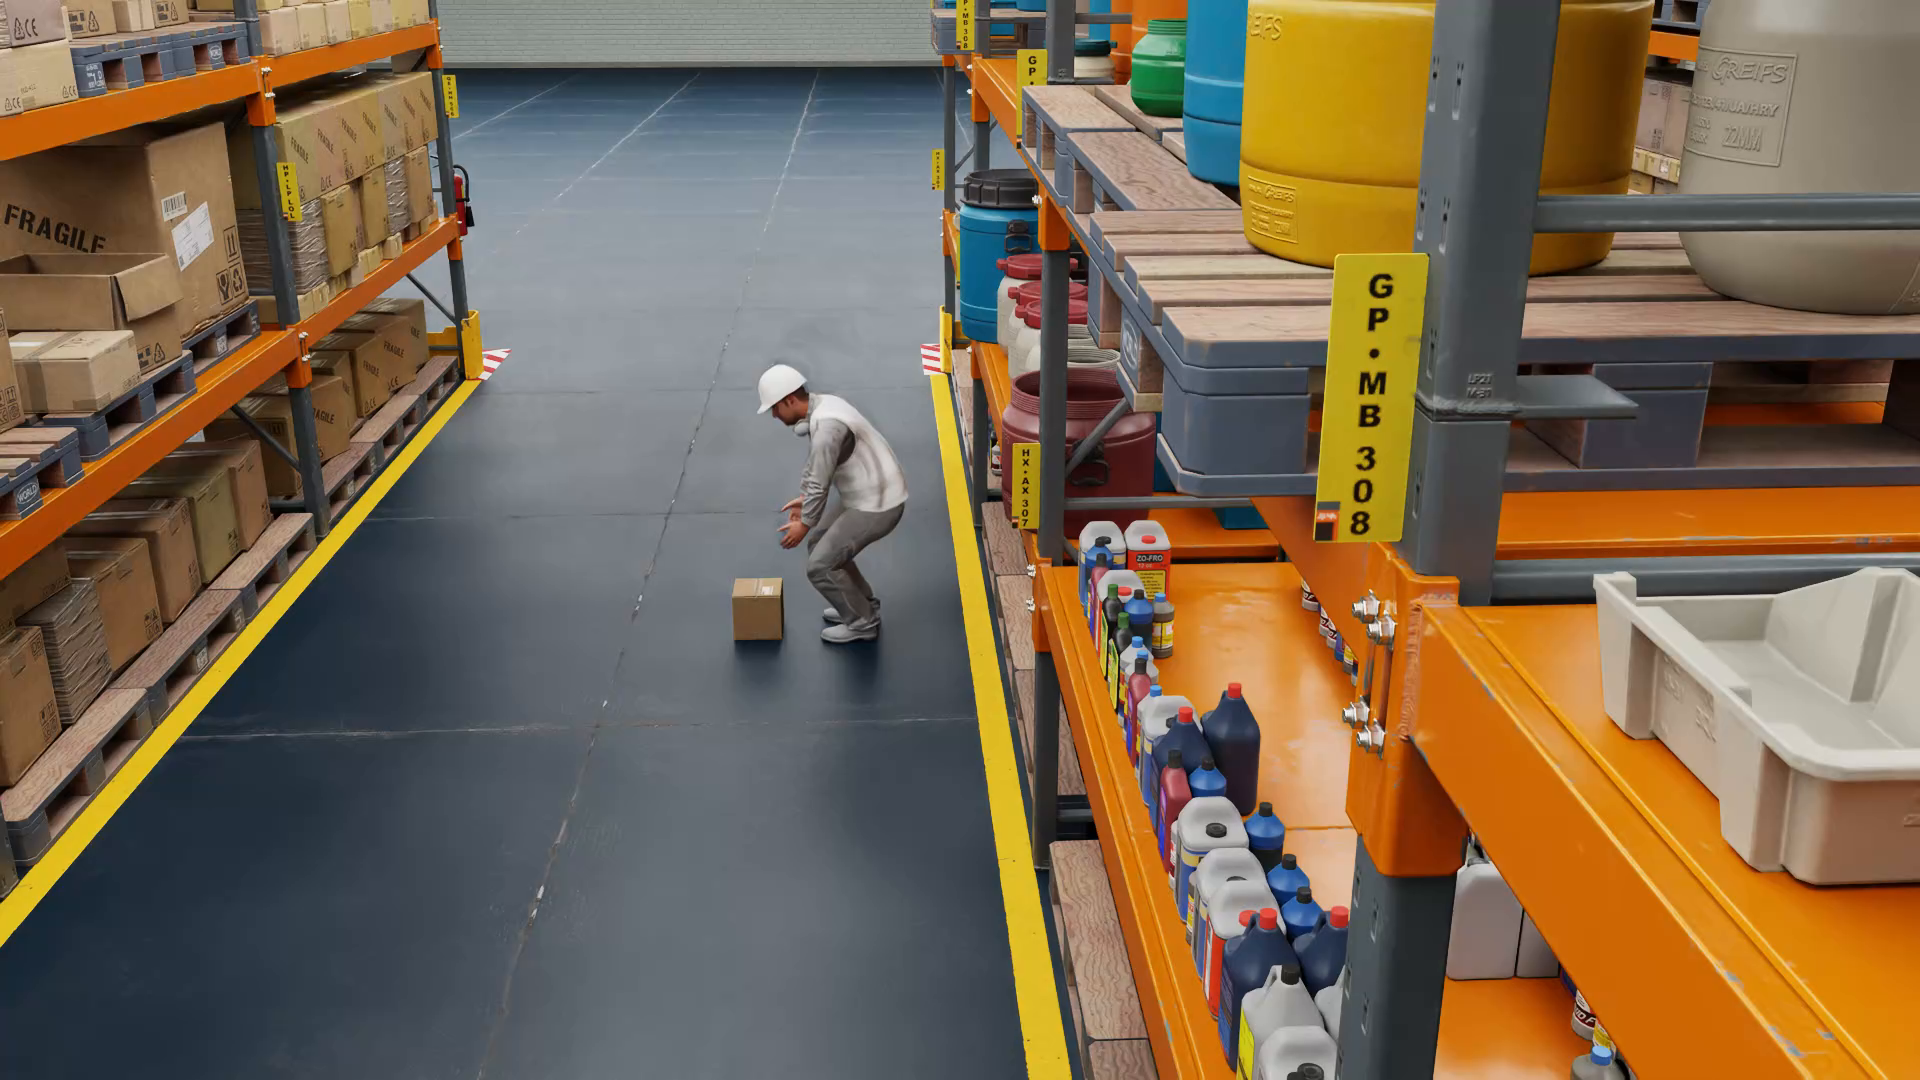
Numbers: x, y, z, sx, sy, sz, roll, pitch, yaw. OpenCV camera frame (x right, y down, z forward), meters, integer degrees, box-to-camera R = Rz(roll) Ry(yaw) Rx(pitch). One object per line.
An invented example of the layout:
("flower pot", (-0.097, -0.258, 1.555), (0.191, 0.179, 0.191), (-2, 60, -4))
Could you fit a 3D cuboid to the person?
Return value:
("person", (-0.640, -0.193, 8.538), (0.753, 1.449, 0.591), (-1, 20, -3))
